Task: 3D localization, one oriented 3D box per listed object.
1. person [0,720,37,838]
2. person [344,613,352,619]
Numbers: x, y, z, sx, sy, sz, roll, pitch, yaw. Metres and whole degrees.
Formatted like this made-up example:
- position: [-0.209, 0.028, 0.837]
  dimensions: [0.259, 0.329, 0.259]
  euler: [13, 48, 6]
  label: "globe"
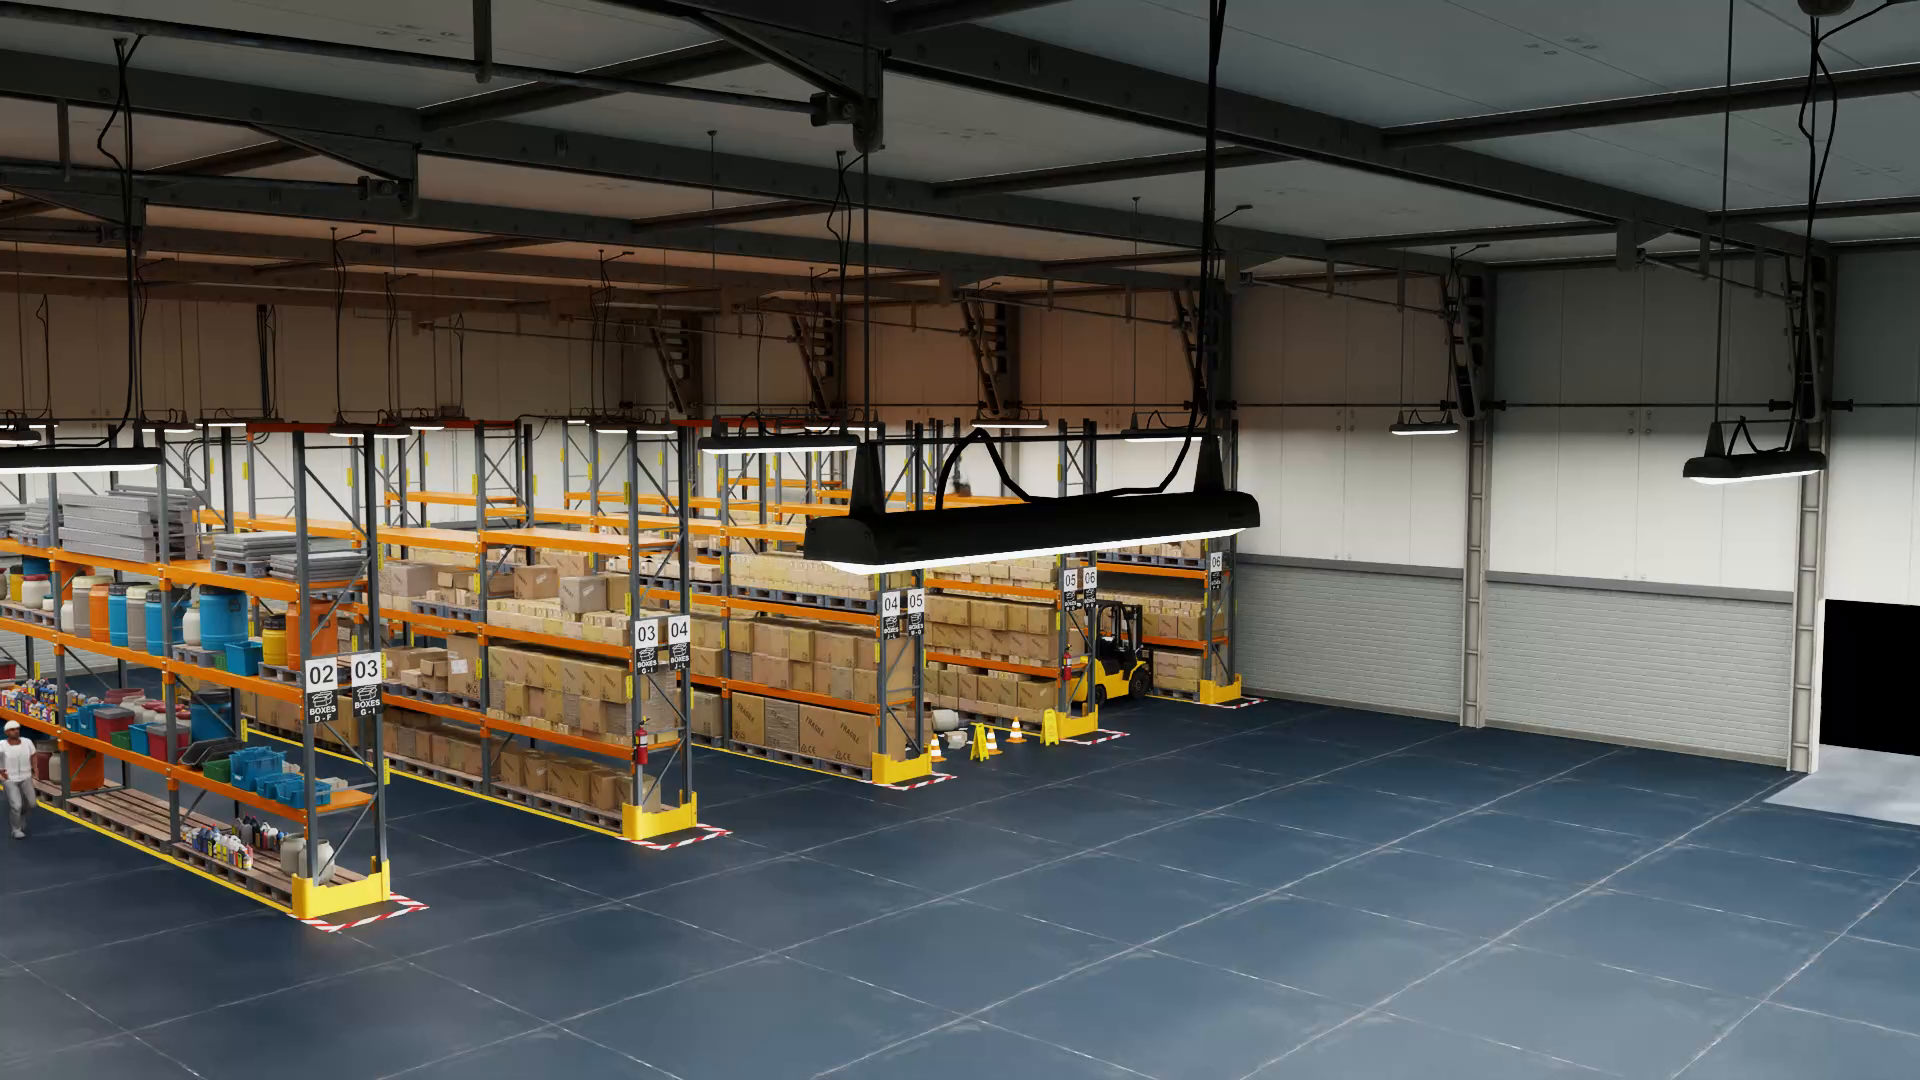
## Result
- position: [-13.769, 3.487, 24.265]
  dimensions: [0.600, 1.719, 0.695]
  euler: [4, 6, 39]
  label: "person"
- position: [-13.757, 2.466, 37.276]
  dimensions: [0.702, 1.679, 0.669]
  euler: [-2, 5, -22]
  label: "person"
